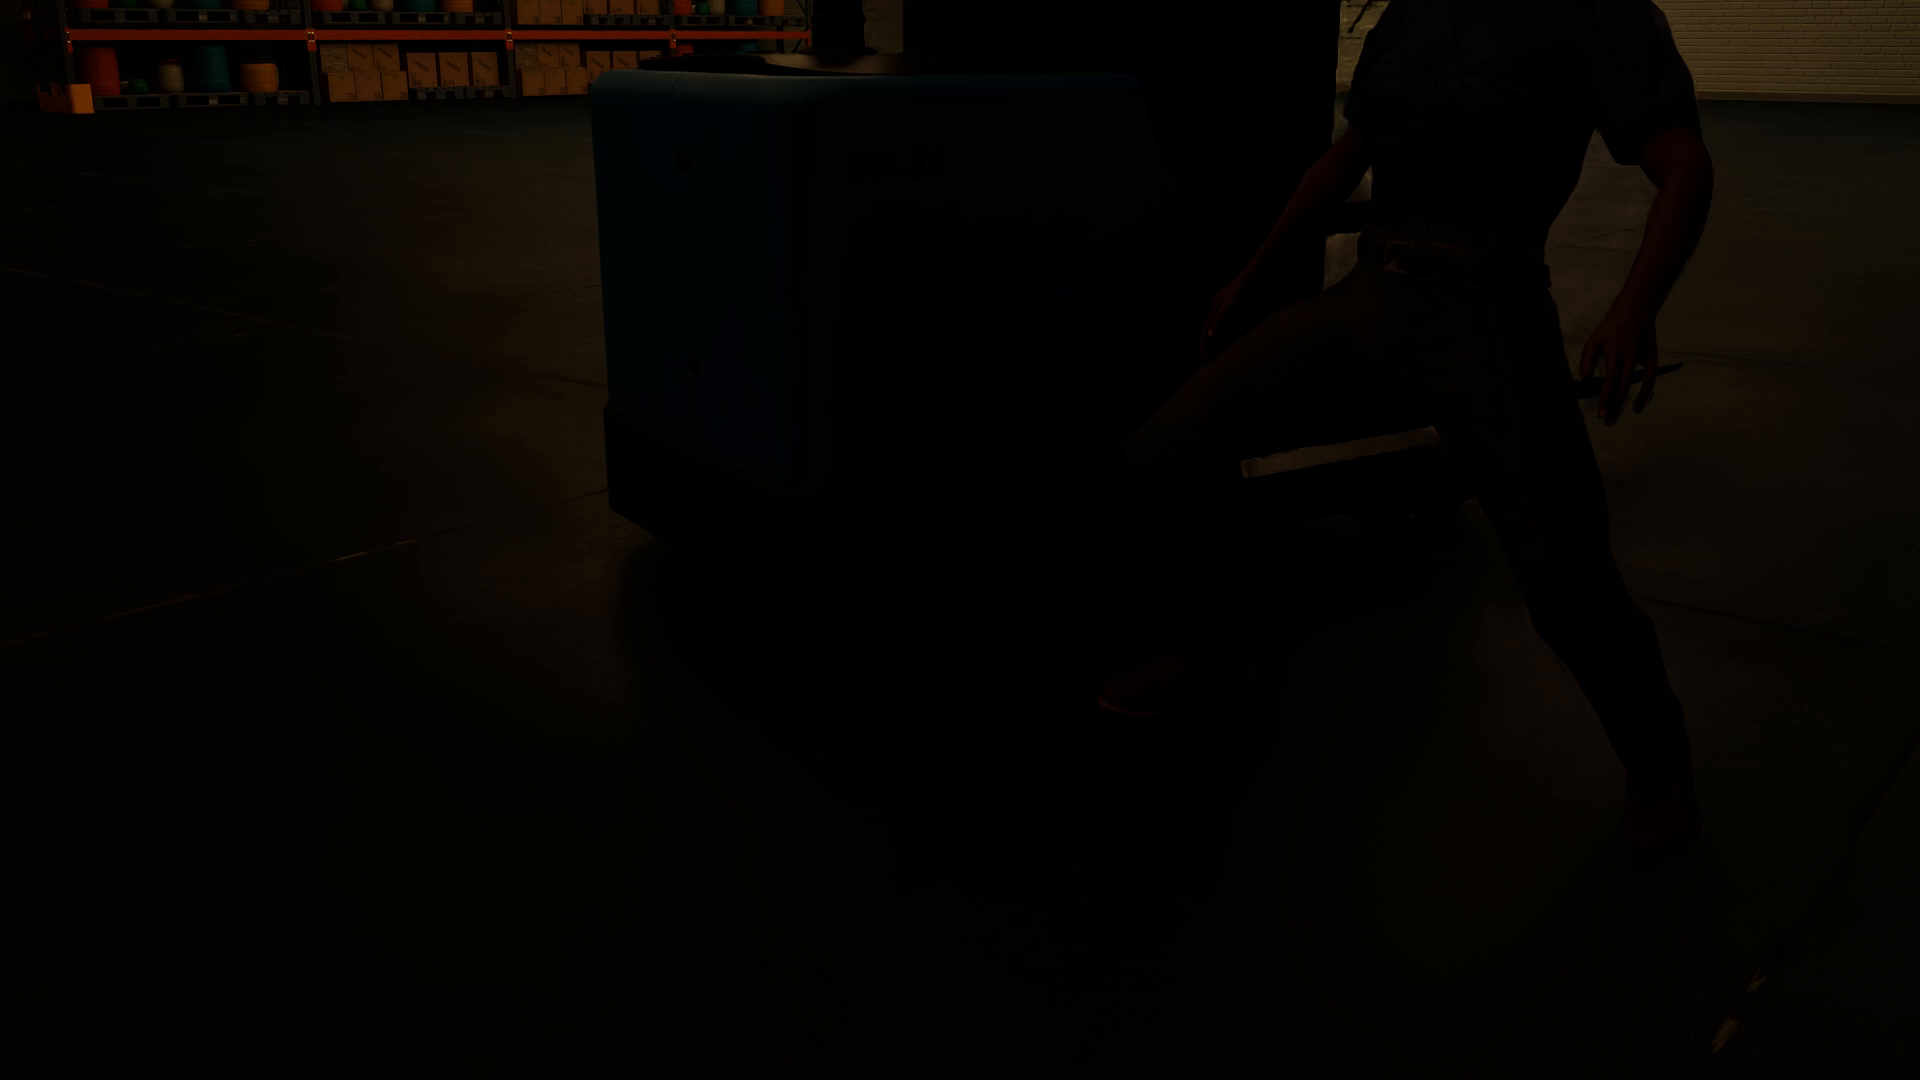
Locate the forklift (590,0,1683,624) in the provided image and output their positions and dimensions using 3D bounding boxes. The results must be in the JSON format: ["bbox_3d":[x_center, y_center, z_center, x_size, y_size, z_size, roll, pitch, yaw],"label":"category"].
[{"bbox_3d":[0.676,-1.544,3.983,3.031,2.935,1.130,-11,20,-32],"label":"forklift"}]

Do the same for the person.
[{"bbox_3d":[0.741,-0.313,2.433,0.693,1.532,0.896,-11,20,-32],"label":"person"}]
